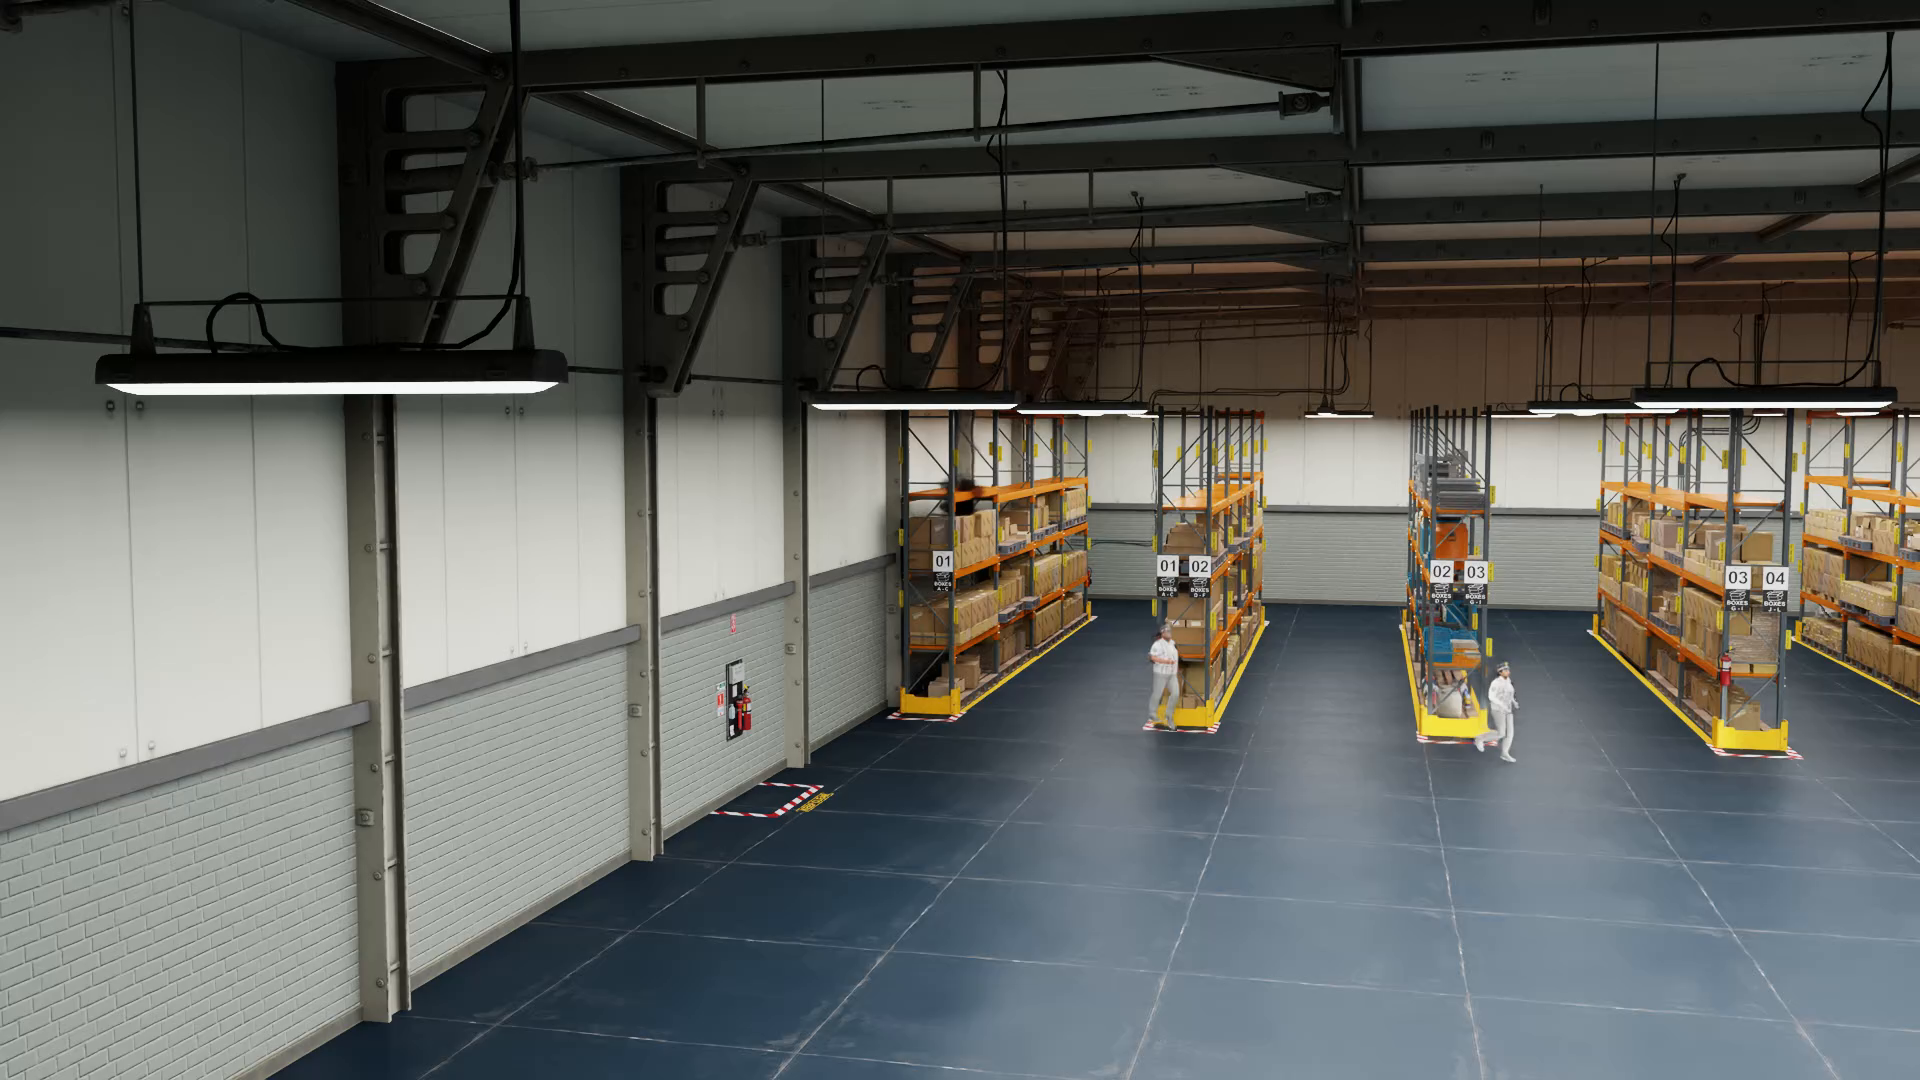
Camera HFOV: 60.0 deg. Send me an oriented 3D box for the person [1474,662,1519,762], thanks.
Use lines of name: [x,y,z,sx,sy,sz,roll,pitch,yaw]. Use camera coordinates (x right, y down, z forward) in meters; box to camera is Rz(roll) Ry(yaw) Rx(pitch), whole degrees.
person: [9.130,2.883,28.159,0.623,1.689,0.707,-3,5,-40]

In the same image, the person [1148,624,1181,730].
person: [3.721,2.448,29.881,0.669,1.891,0.626,-3,5,-34]

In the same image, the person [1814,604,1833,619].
person: [23.048,1.660,44.556,0.751,1.673,1.086,-3,5,-38]
